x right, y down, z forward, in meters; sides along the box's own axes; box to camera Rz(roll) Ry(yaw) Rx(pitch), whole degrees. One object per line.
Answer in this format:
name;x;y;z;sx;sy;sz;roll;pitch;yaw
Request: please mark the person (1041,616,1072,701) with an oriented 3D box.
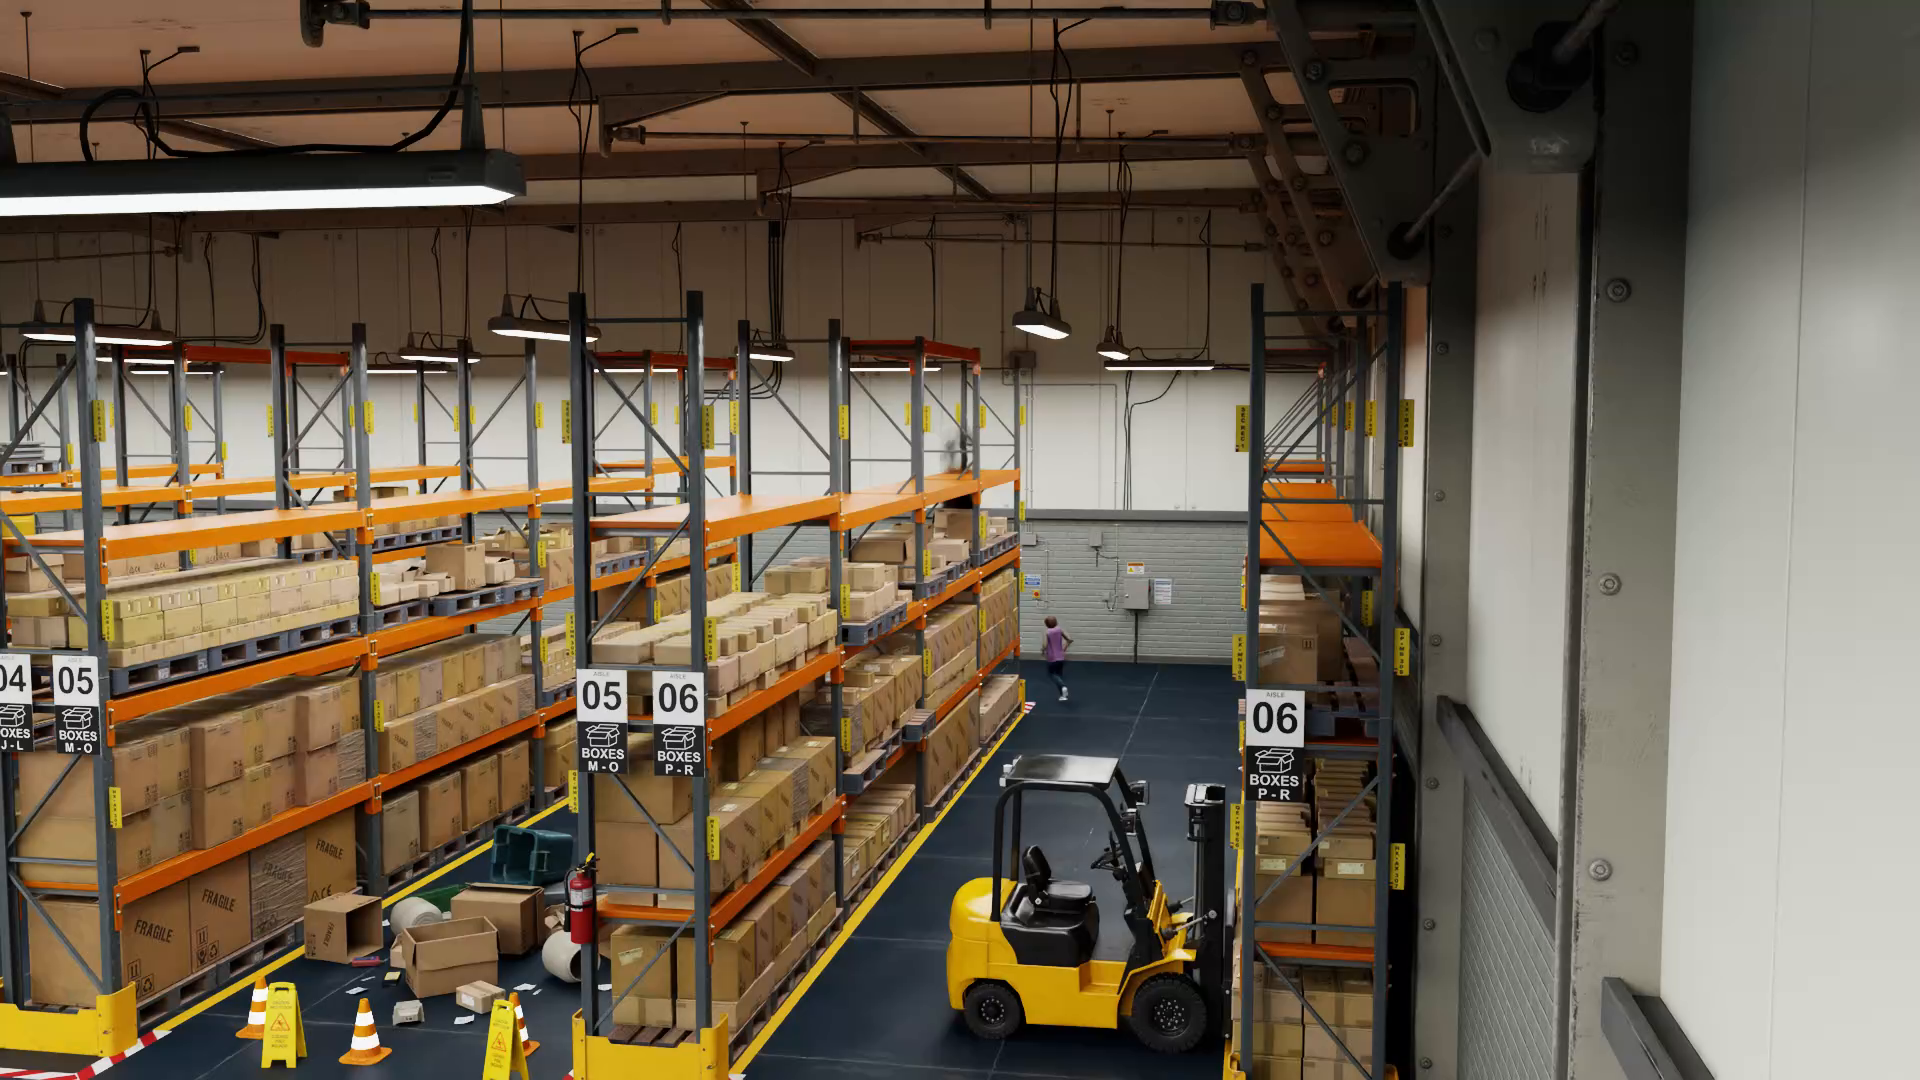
person;1.657;2.086;29.003;0.590;1.549;0.493;-2;5;-27
